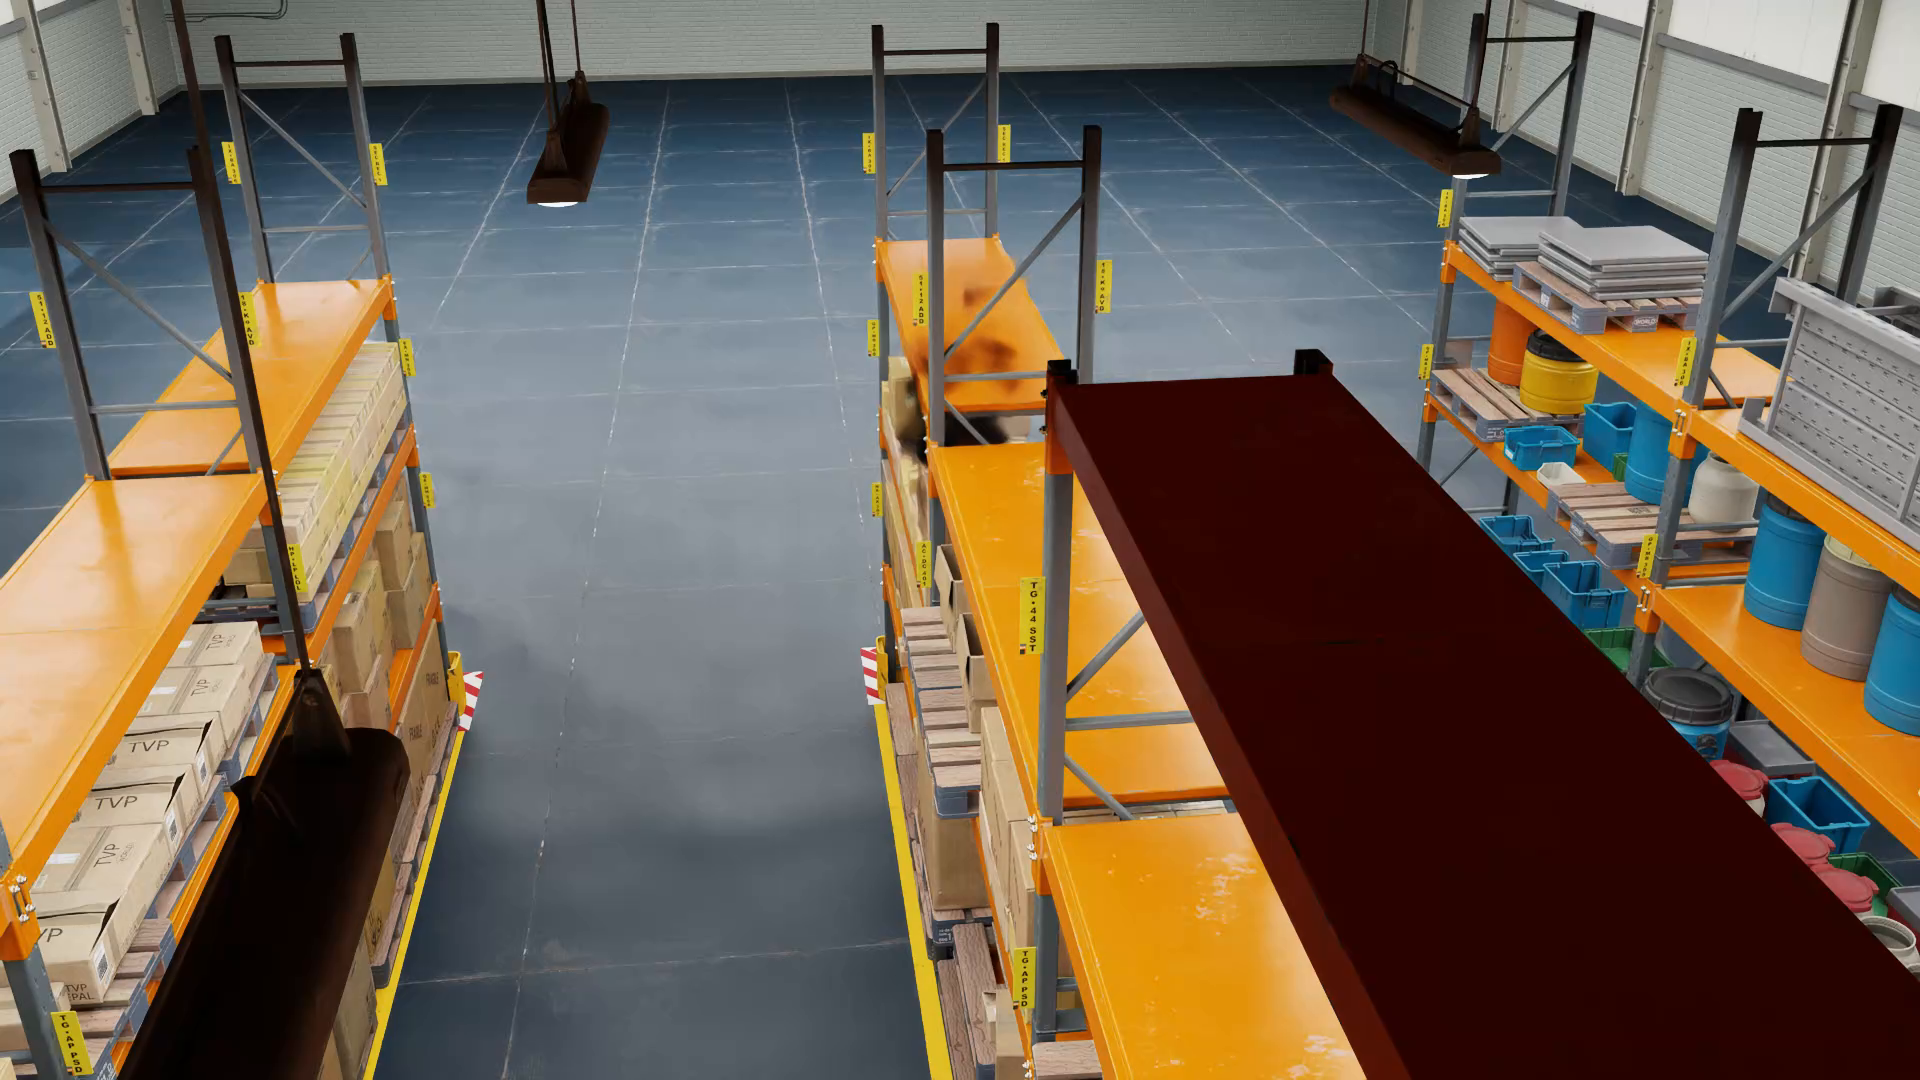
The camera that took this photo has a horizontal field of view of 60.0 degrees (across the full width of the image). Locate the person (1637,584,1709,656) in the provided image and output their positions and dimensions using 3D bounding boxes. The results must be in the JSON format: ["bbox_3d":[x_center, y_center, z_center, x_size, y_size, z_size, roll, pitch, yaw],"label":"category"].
[{"bbox_3d":[6.402,0.576,15.193,0.656,1.788,0.916,-5,26,-10],"label":"person"}]
